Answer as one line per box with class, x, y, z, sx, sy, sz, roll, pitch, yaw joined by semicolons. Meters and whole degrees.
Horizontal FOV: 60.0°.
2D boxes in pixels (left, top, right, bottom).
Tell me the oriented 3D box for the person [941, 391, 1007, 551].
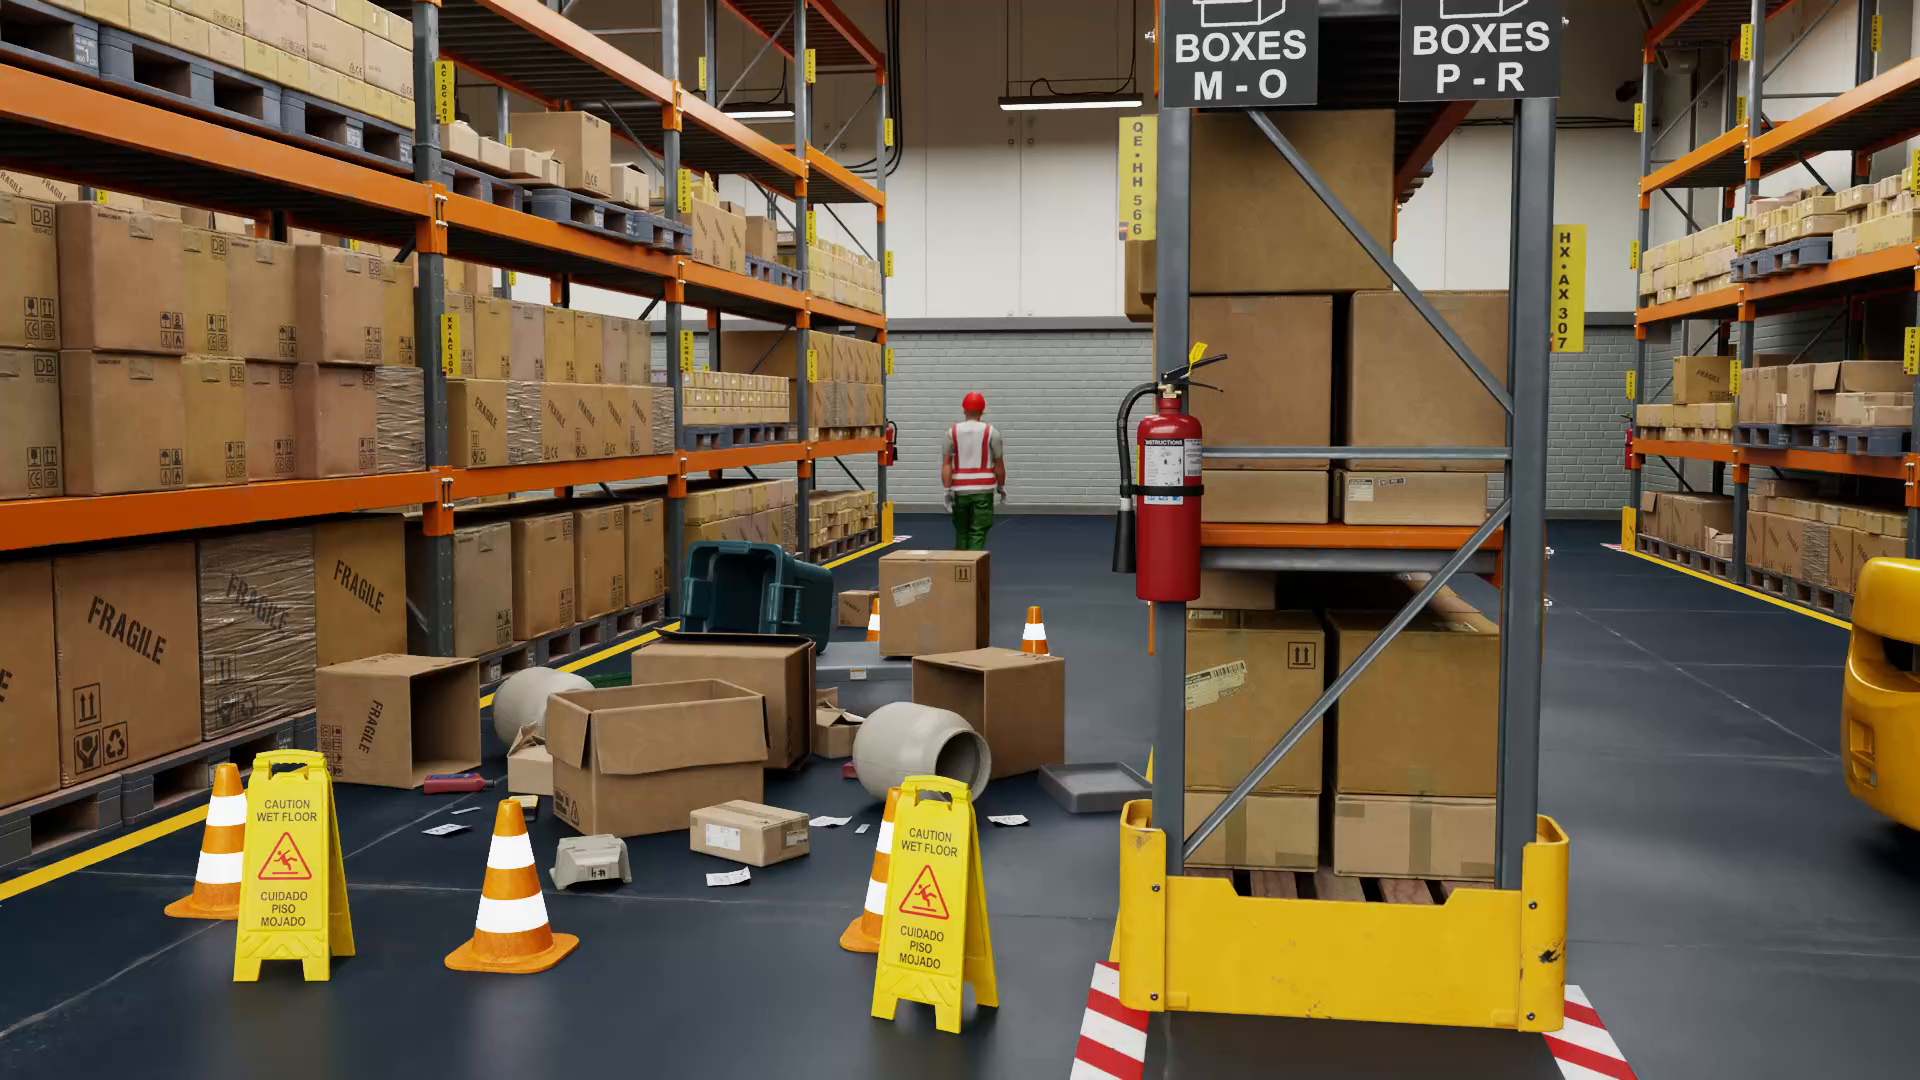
person;0.142;-0.401;14.701;0.529;1.821;0.746;1;5;14
